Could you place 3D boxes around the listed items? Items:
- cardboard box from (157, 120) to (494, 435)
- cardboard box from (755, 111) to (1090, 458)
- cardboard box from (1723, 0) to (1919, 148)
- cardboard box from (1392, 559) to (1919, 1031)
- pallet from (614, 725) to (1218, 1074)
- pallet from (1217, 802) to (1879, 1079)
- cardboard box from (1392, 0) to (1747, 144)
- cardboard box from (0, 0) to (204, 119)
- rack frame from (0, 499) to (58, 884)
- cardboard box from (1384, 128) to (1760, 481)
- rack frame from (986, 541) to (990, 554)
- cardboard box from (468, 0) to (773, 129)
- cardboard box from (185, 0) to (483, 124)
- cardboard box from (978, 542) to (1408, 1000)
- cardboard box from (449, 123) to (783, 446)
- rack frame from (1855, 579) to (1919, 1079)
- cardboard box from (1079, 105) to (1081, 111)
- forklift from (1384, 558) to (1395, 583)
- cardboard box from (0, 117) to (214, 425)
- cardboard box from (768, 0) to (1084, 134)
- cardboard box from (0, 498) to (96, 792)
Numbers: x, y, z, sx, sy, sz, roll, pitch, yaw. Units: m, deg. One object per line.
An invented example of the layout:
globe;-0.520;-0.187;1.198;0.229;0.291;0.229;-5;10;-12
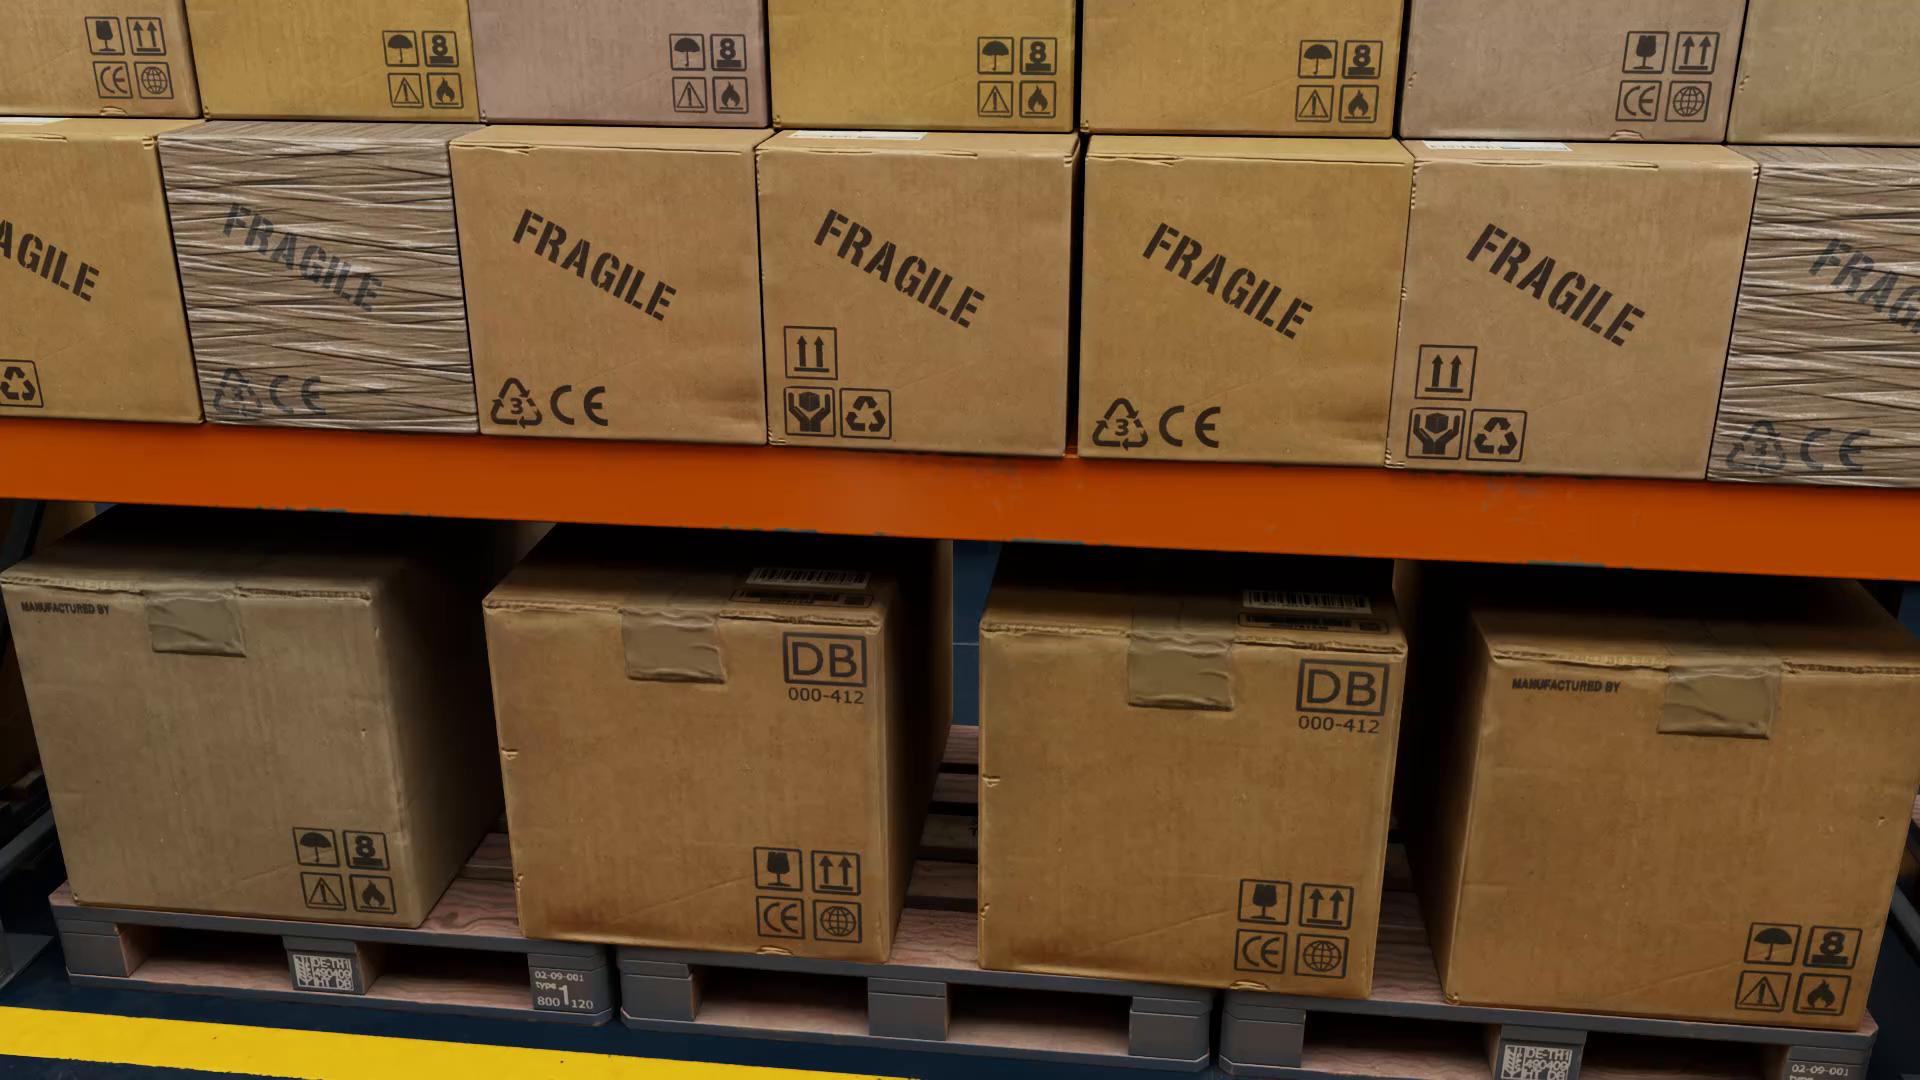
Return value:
cardboard box;-1.043;-0.512;3.019;0.500;0.500;0.500;3;22;7
cardboard box;-0.043;-0.467;2.906;0.500;0.500;0.500;3;22;7
cardboard box;1.493;-0.970;2.817;0.500;0.500;0.700;2;22;6
cardboard box;-0.886;-0.771;5.633;5.693;1.239;5.455;2;22;6
pallet;-0.045;0.746;3.765;1.213;0.211;1.003;2;22;6
pallet;1.163;0.800;3.629;1.213;0.211;1.003;2;22;6
cardboard box;0.990;-0.991;2.871;0.500;0.500;0.700;2;22;6
cardboard box;-1.541;-1.100;3.147;0.500;0.500;0.700;2;22;5
rack frame;-2.035;-0.609;3.401;0.053;2.616;0.949;2;22;6
cardboard box;0.963;-0.425;2.799;0.500;0.500;0.500;2;22;6
rack frame;0.109;-0.414;5.762;0.006;0.900;0.240;2;22;6
cardboard box;-0.528;-1.057;3.037;0.500;0.500;0.700;3;22;7
cardboard box;-1.030;-1.079;3.093;0.500;0.500;0.700;2;22;5
cardboard box;0.475;0.320;3.539;0.750;0.750;1.050;3;22;7
cardboard box;-0.547;-0.489;2.962;0.500;0.500;0.500;2;22;6
rack frame;1.937;-0.435;2.961;0.127;3.000;1.000;2;22;6
cardboard box;0.023;-0.665;3.406;0.500;0.500;0.500;2;22;6
forklift;2.481;-2.629;8.602;3.693;2.935;8.118;1;22;2
cardboard box;-1.544;-0.534;3.074;0.500;0.500;0.500;3;22;7
cardboard box;-0.027;-1.034;2.981;0.500;0.500;0.700;2;22;6
cardboard box;-2.651;0.132;3.845;0.875;0.875;0.875;3;22;7
